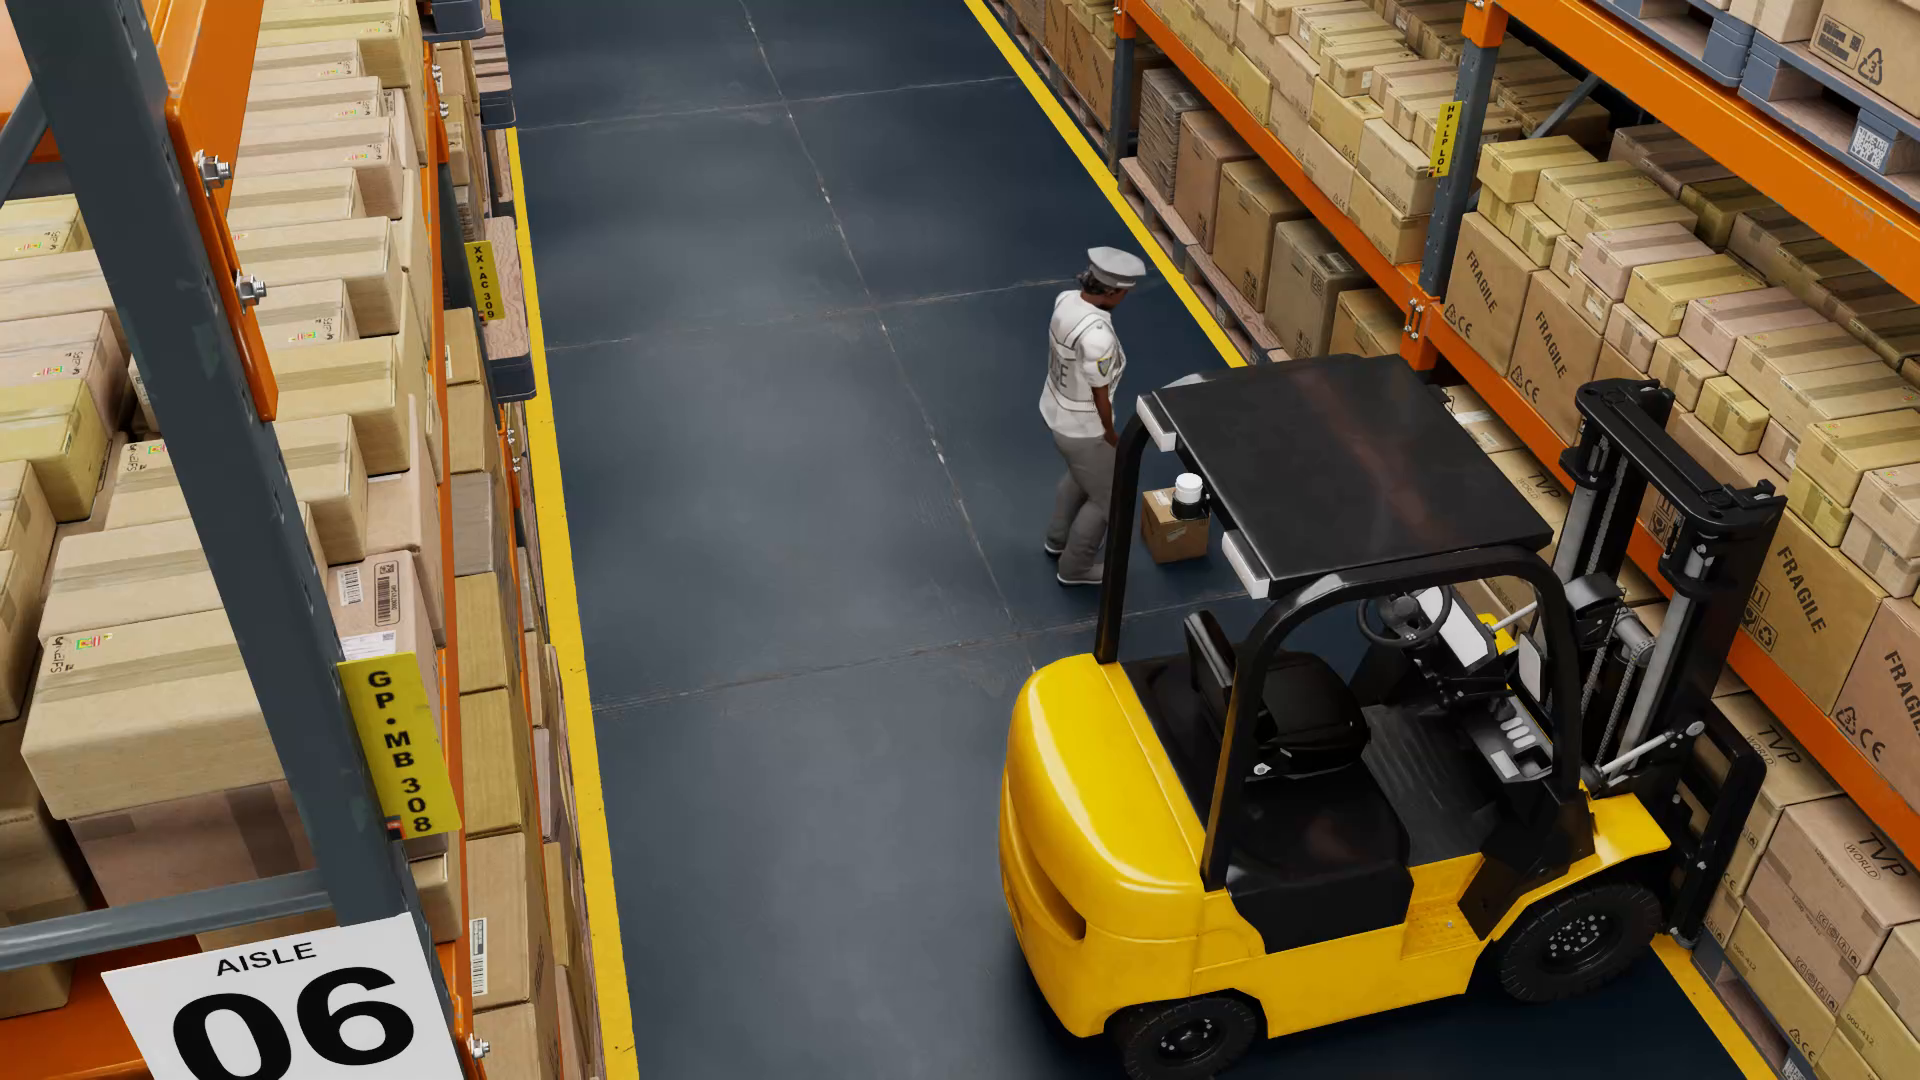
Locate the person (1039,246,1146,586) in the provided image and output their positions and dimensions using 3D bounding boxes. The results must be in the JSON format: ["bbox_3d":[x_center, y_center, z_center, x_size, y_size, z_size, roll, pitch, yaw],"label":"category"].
[{"bbox_3d":[0.568,-0.545,7.438,0.425,1.631,0.453,-9,39,-11],"label":"person"}]
